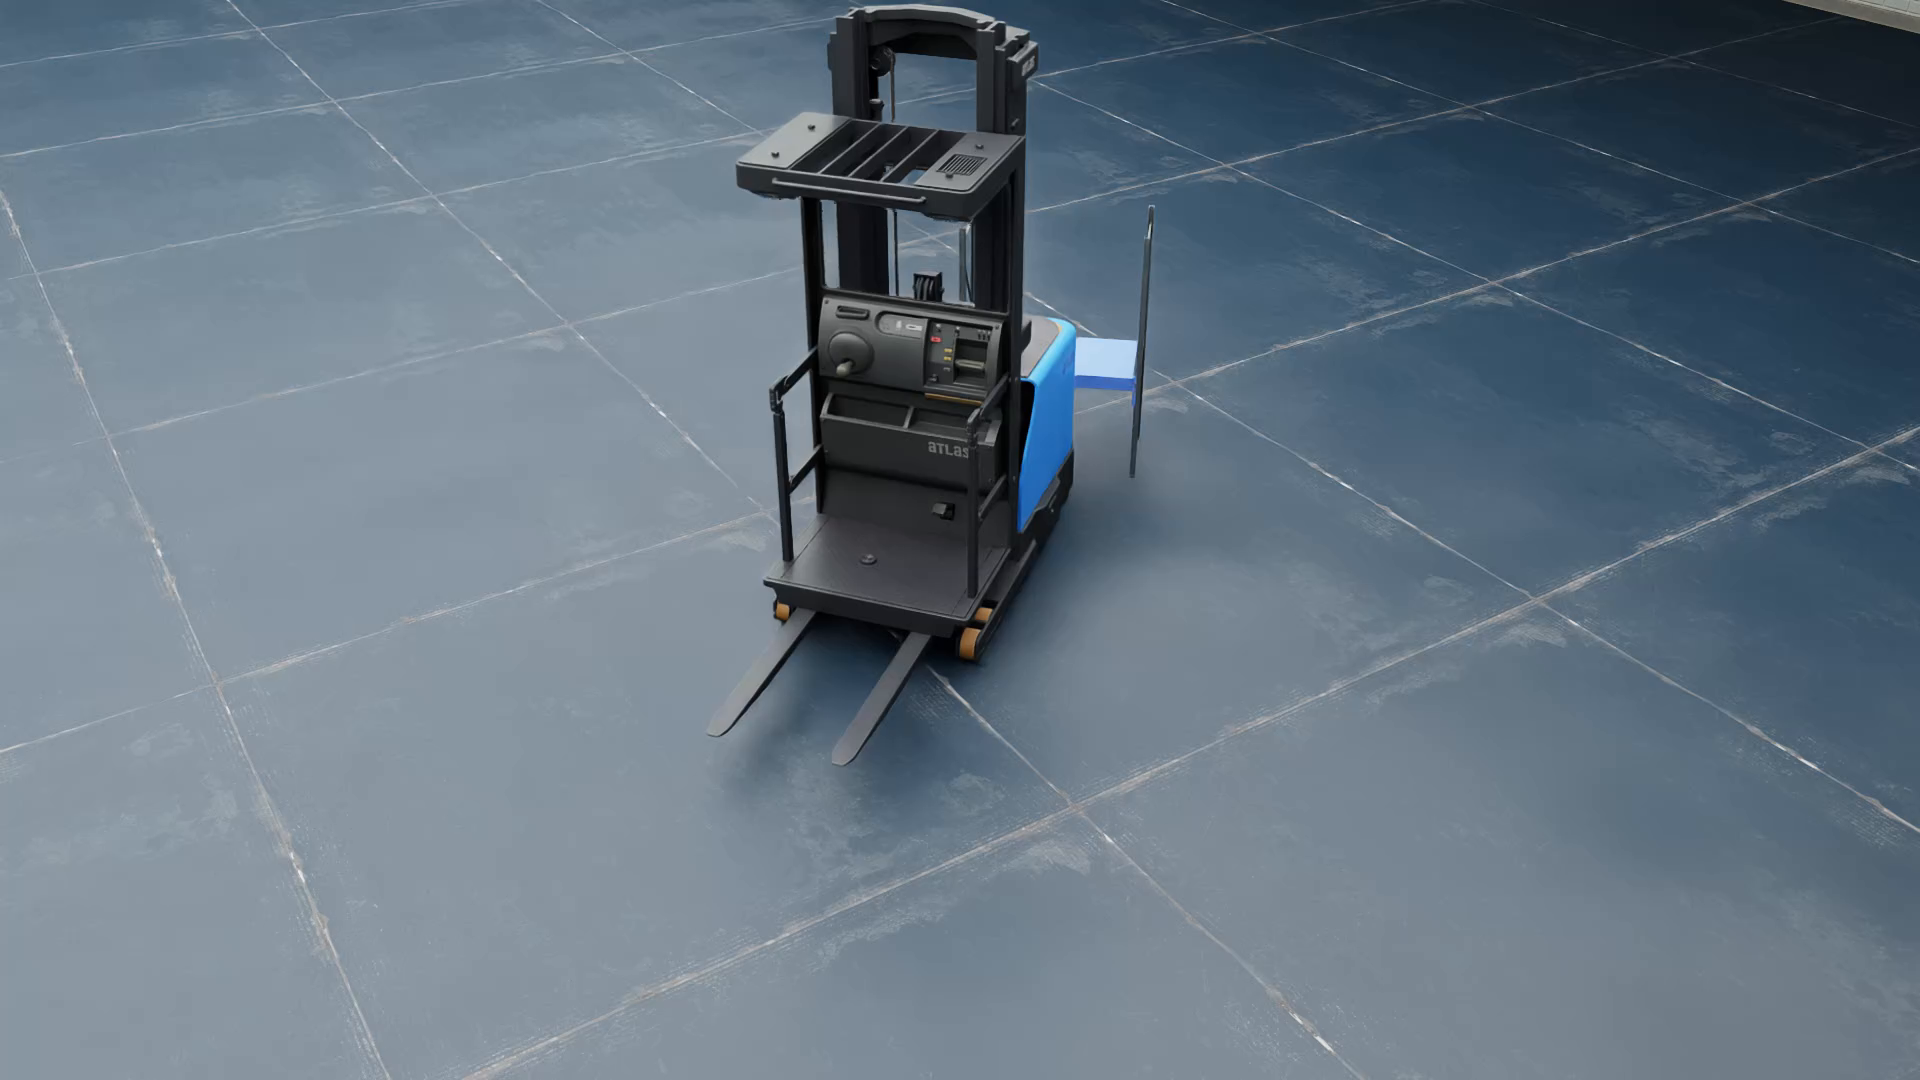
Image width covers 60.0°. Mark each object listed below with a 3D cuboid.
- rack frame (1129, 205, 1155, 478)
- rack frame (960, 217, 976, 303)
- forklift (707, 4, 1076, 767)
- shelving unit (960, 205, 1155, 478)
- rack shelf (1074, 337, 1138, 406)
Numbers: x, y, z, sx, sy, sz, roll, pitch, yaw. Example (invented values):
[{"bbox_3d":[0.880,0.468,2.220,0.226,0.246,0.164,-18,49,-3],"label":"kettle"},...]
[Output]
[{"bbox_3d":[1.055,-1.137,9.646,0.032,1.500,0.500,5,33,7],"label":"rack frame"},{"bbox_3d":[0.049,-1.217,9.774,0.032,1.500,0.500,5,33,7],"label":"rack frame"},{"bbox_3d":[-0.316,-0.883,7.903,1.130,2.935,3.031,11,34,16],"label":"forklift"},{"bbox_3d":[0.552,-1.177,9.710,1.048,1.500,0.538,5,33,7],"label":"shelving unit"},{"bbox_3d":[0.552,-1.025,9.806,1.000,0.185,0.538,5,33,7],"label":"rack shelf"}]
